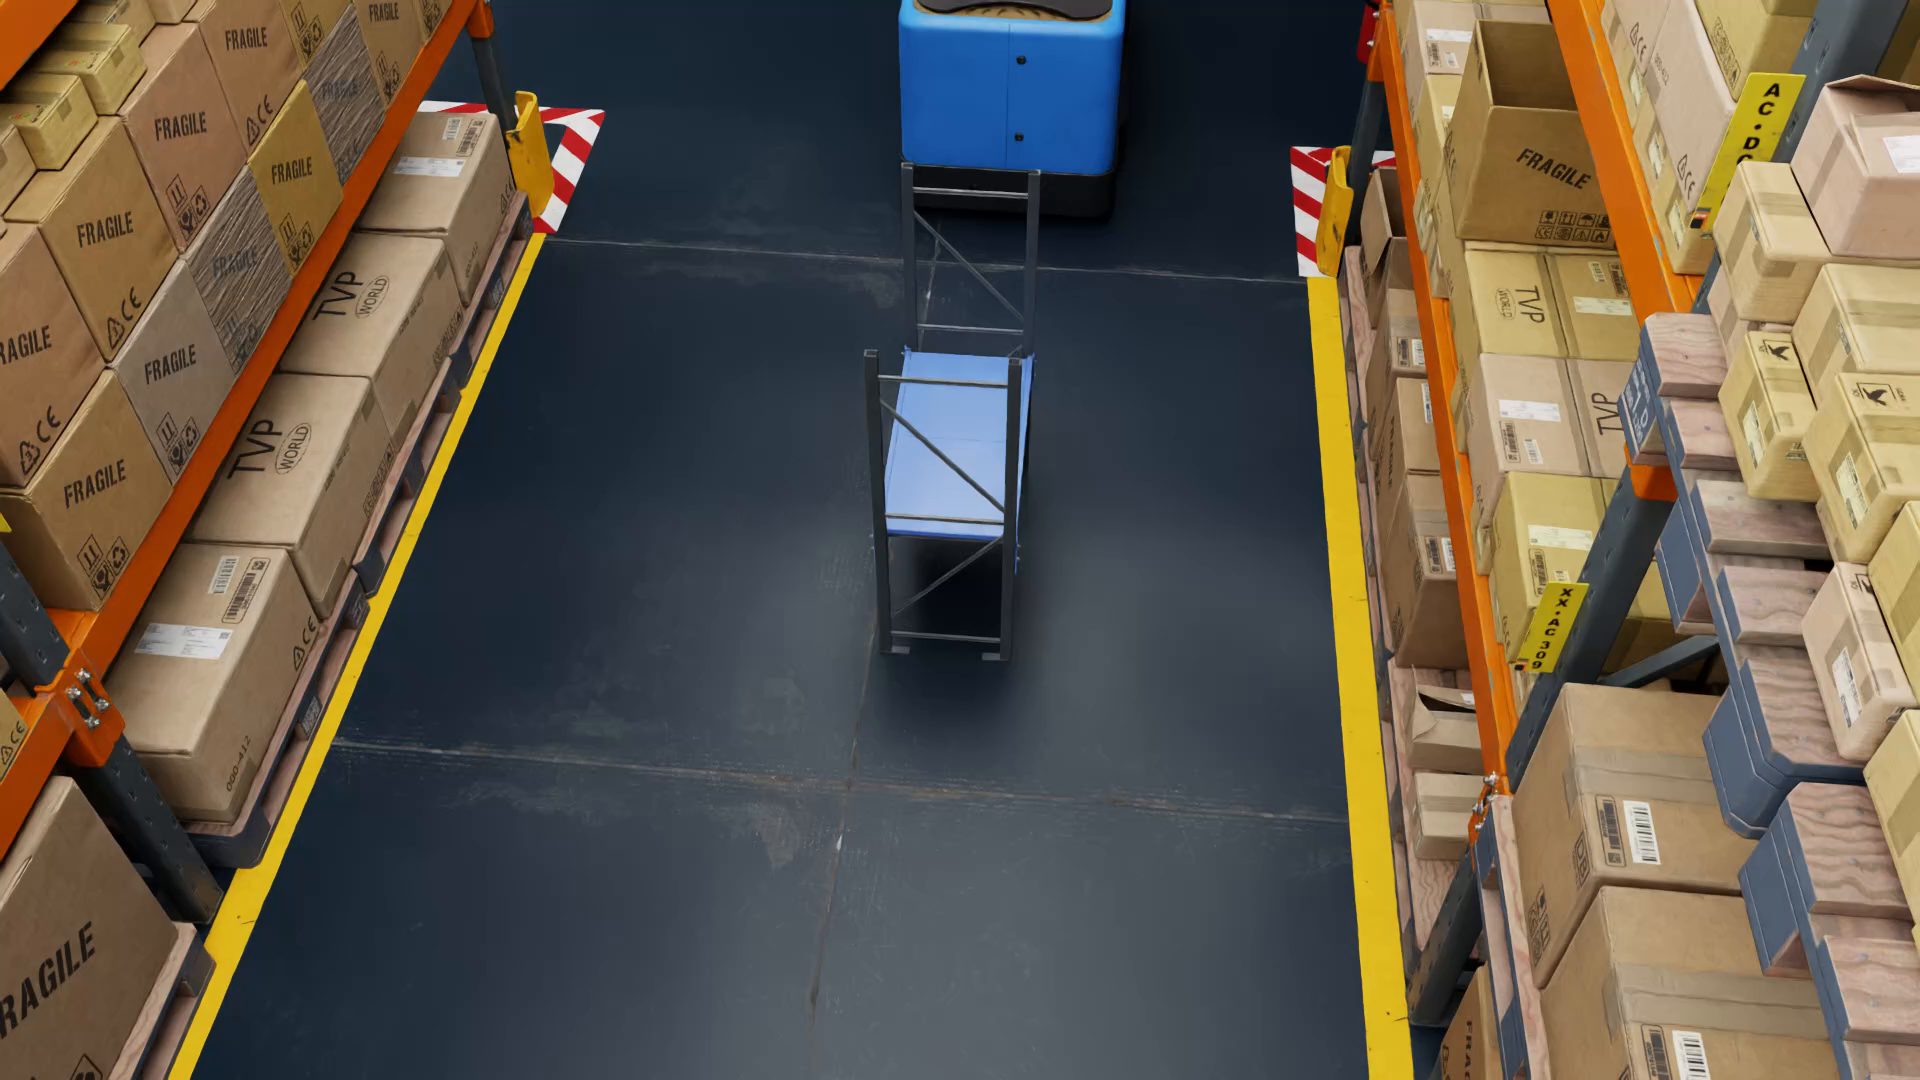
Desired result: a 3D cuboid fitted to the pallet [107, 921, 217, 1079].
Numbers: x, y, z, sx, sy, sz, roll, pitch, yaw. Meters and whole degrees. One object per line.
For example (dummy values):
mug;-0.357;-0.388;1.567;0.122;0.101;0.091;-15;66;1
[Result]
pallet;-2.996;1.714;5.039;1.003;0.211;1.213;4;48;4

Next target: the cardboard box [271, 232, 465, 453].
cardboard box;-2.672;-0.851;6.947;0.875;0.438;0.875;5;48;5

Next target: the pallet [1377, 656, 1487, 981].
pallet;2.006;0.968;5.721;1.003;0.211;1.213;4;48;4

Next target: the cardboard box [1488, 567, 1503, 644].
cardboard box;1.722;0.173;4.730;0.380;0.149;0.250;5;48;5

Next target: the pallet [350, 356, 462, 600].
pallet;-2.745;-0.311;6.891;1.003;0.211;1.213;4;48;4

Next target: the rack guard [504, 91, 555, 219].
rack guard;-2.634;-1.913;8.160;1.175;0.500;0.348;4;48;4

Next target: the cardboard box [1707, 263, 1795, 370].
cardboard box;1.519;-0.378;2.848;0.380;0.149;0.250;5;48;4

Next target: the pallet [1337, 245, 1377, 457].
pallet;2.229;-0.824;7.361;1.003;0.211;1.213;4;48;4

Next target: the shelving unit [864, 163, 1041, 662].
shelving unit;-0.008;-0.443;6.139;0.538;1.500;1.048;4;48;4

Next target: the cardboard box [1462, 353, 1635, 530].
cardboard box;1.777;-0.278;4.871;0.500;0.250;0.500;4;48;4

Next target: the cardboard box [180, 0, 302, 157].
cardboard box;-2.557;-1.621;5.454;0.500;0.500;0.500;4;48;3

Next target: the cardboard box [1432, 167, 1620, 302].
cardboard box;1.884;-1.022;5.552;0.500;0.250;0.500;3;48;3

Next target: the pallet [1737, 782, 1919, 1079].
pallet;1.722;0.820;2.062;1.213;0.211;1.003;4;48;4

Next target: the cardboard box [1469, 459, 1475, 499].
cardboard box;1.773;-0.211;5.080;0.380;0.149;0.250;5;48;5

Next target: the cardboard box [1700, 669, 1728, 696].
cardboard box;2.246;0.388;4.533;0.380;0.149;0.250;4;48;4

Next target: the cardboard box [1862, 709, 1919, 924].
cardboard box;1.429;0.372;2.162;0.380;0.149;0.250;3;48;3

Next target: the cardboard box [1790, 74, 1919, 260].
cardboard box;1.568;-0.614;2.581;0.396;0.266;0.258;3;48;3

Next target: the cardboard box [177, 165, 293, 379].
cardboard box;-2.595;-0.895;5.468;0.500;0.500;0.500;4;48;4

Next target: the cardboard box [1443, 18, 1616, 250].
cardboard box;1.861;-1.293;5.291;0.500;0.500;0.500;5;48;5

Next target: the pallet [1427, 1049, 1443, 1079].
pallet;1.906;2.073;4.711;1.003;0.211;1.213;4;48;4

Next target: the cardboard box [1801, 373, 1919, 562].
cardboard box;1.460;-0.097;2.390;0.380;0.149;0.250;3;48;3

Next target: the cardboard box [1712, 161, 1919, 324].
cardboard box;1.479;-0.482;2.741;0.380;0.149;0.250;5;48;5

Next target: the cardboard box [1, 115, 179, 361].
cardboard box;-2.664;-0.875;4.772;0.500;0.500;0.500;3;48;3

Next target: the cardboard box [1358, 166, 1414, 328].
cardboard box;2.157;-1.264;7.280;0.797;0.503;0.637;2;48;2

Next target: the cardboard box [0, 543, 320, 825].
cardboard box;-2.837;0.470;5.739;0.875;0.438;0.875;3;48;3

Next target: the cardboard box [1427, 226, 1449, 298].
cardboard box;1.833;-0.961;5.767;0.380;0.149;0.250;5;48;4

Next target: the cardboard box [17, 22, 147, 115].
cardboard box;-2.588;-1.356;4.772;0.380;0.149;0.250;3;48;2

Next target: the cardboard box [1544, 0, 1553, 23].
cardboard box;2.530;-2.101;6.539;0.500;0.250;0.500;5;48;5

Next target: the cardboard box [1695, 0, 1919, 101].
cardboard box;1.749;-1.086;3.239;0.500;0.250;0.500;4;48;4

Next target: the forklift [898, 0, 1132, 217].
forklift;0.374;-3.654;8.106;1.130;2.935;3.031;4;48;4

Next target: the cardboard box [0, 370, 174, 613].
cardboard box;-2.697;-0.160;4.796;0.500;0.500;0.500;5;48;5

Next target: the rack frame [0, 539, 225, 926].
rack frame;-3.001;0.201;4.534;1.000;3.000;0.127;4;48;4

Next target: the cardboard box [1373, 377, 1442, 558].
cardboard box;1.893;-0.255;6.360;0.500;0.500;0.500;5;48;4

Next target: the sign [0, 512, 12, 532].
sign;-2.459;-0.134;4.109;0.100;0.325;0.005;4;48;4

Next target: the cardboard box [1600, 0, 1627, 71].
cardboard box;1.767;-1.236;3.986;0.380;0.149;0.250;4;48;3

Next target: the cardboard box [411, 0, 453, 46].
cardboard box;-2.416;-2.400;6.845;0.500;0.500;0.500;4;48;4

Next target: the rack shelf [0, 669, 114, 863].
rack shelf;-3.183;1.913;3.455;1.077;0.370;4.000;4;48;4

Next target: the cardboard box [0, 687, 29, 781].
cardboard box;-2.790;0.598;4.272;0.500;0.250;0.500;3;48;3

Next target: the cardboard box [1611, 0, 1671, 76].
cardboard box;1.774;-1.284;3.759;0.500;0.250;0.500;2;48;2

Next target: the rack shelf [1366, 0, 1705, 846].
rack shelf;2.125;-0.695;5.840;1.077;0.370;4.000;4;48;4

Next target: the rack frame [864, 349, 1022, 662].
rack frame;-0.054;-0.070;5.798;0.500;1.500;0.032;4;48;4

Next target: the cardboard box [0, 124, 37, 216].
cardboard box;-2.725;-0.984;4.432;0.380;0.149;0.250;3;48;3

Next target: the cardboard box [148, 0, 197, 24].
cardboard box;-2.556;-1.722;5.107;0.380;0.149;0.250;4;48;4

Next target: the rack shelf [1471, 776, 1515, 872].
rack shelf;1.760;2.244;3.152;1.077;0.370;4.000;4;48;4

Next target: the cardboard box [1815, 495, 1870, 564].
cardboard box;1.536;0.002;2.500;0.380;0.149;0.250;4;48;4

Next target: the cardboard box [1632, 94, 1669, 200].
cardboard box;1.707;-0.859;3.641;0.380;0.149;0.250;4;48;3

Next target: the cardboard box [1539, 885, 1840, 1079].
cardboard box;1.629;1.077;3.379;0.700;0.500;0.500;4;48;4

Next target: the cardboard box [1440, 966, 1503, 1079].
cardboard box;1.675;1.574;4.687;0.500;0.500;0.500;6;48;5

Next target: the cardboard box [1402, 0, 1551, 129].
cardboard box;1.952;-1.771;6.237;0.500;0.250;0.500;4;48;4

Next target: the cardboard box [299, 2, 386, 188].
cardboard box;-2.514;-1.654;6.162;0.500;0.500;0.500;5;48;5

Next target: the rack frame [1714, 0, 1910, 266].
rack frame;1.943;-1.493;2.017;1.000;3.000;0.127;4;48;4

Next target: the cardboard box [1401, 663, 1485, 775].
cardboard box;1.734;0.621;5.717;0.396;0.266;0.258;5;48;5

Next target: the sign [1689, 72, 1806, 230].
sign;1.402;-0.686;2.961;0.100;0.325;0.005;4;48;4
